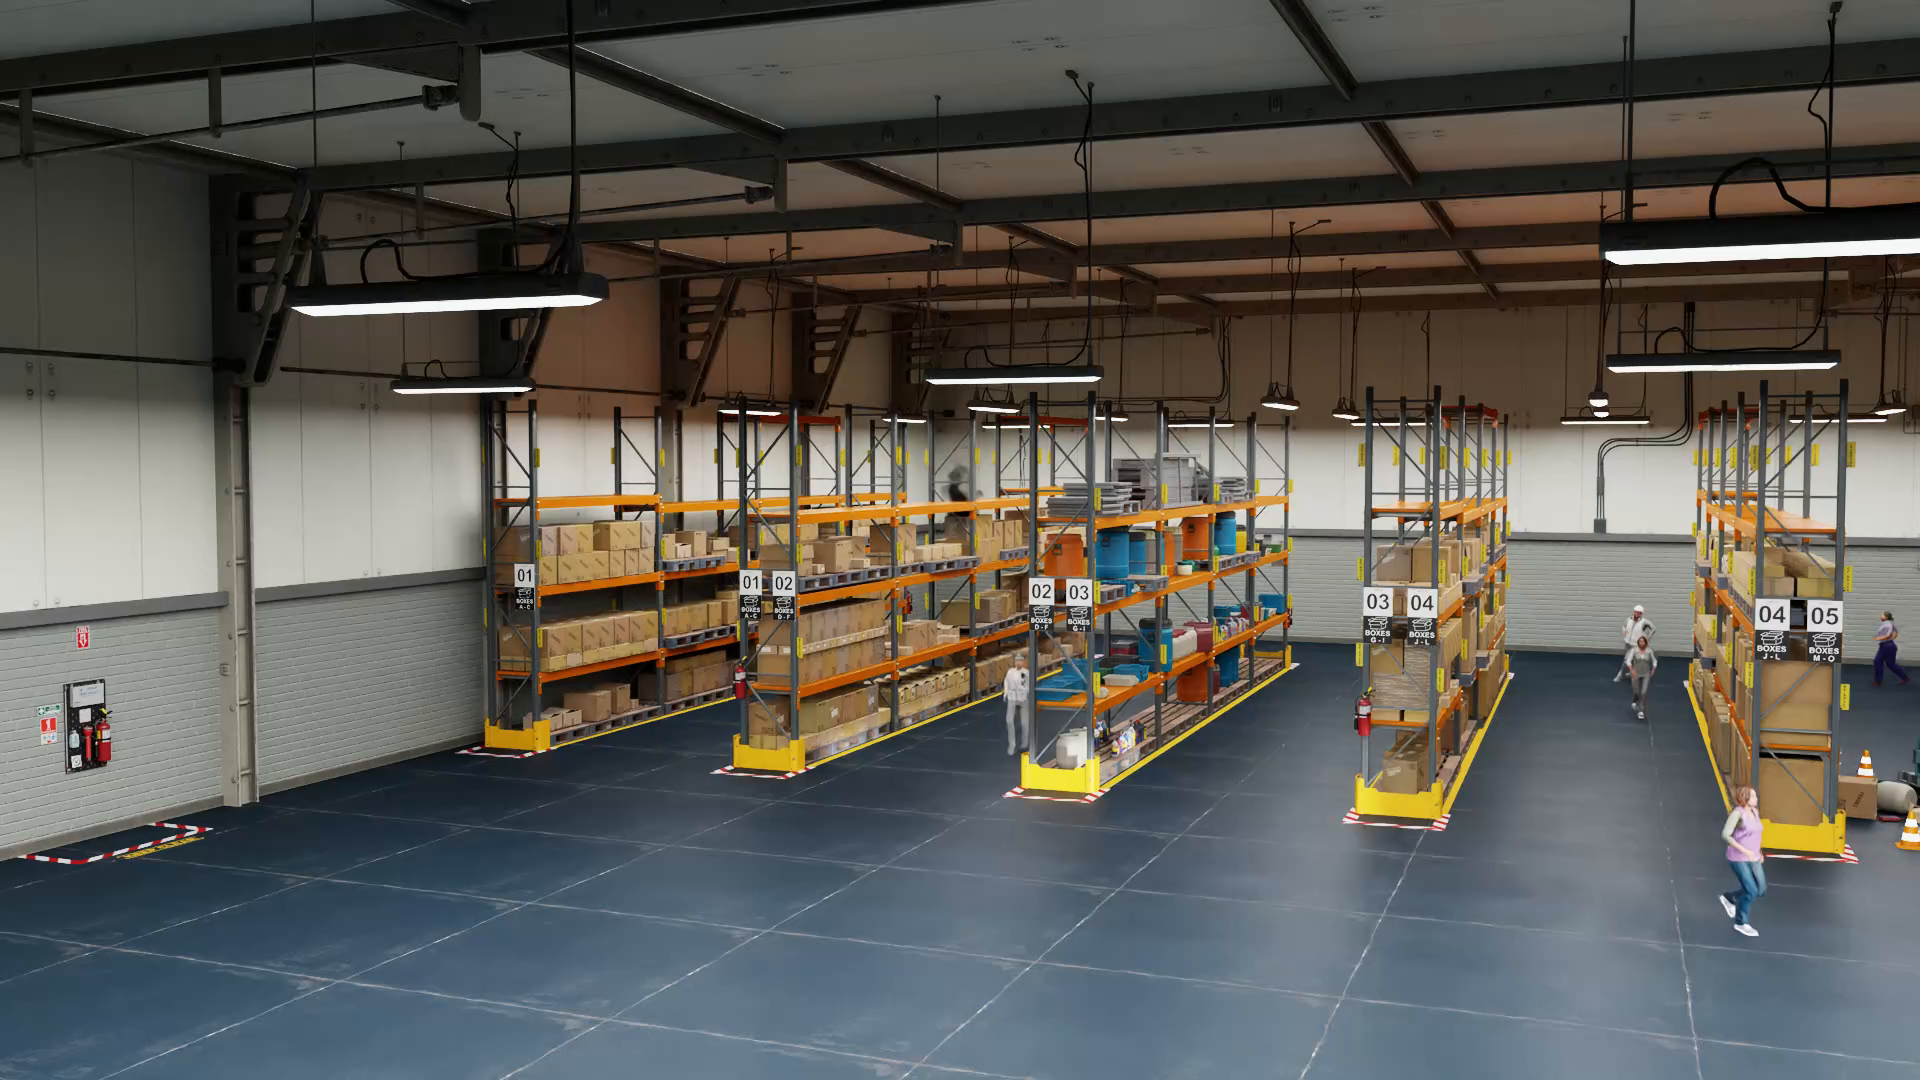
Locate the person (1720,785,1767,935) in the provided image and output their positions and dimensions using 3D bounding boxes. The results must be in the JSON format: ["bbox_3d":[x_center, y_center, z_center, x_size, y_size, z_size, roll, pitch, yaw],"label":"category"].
[{"bbox_3d":[8.227,3.362,17.537,0.556,1.569,0.528,-2,3,-31],"label":"person"}]

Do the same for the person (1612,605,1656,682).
[{"bbox_3d":[15.084,2.323,37.194,0.885,1.751,0.779,-2,3,-34],"label":"person"}]

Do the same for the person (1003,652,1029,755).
[{"bbox_3d":[0.988,2.769,28.199,0.576,1.749,0.703,1,3,14],"label":"person"}]

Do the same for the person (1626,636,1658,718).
[{"bbox_3d":[13.201,2.640,32.200,0.561,1.577,0.557,1,3,17],"label":"person"}]

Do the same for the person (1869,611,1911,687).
[{"bbox_3d":[20.261,2.402,36.198,0.796,1.699,0.597,1,3,24],"label":"person"}]
